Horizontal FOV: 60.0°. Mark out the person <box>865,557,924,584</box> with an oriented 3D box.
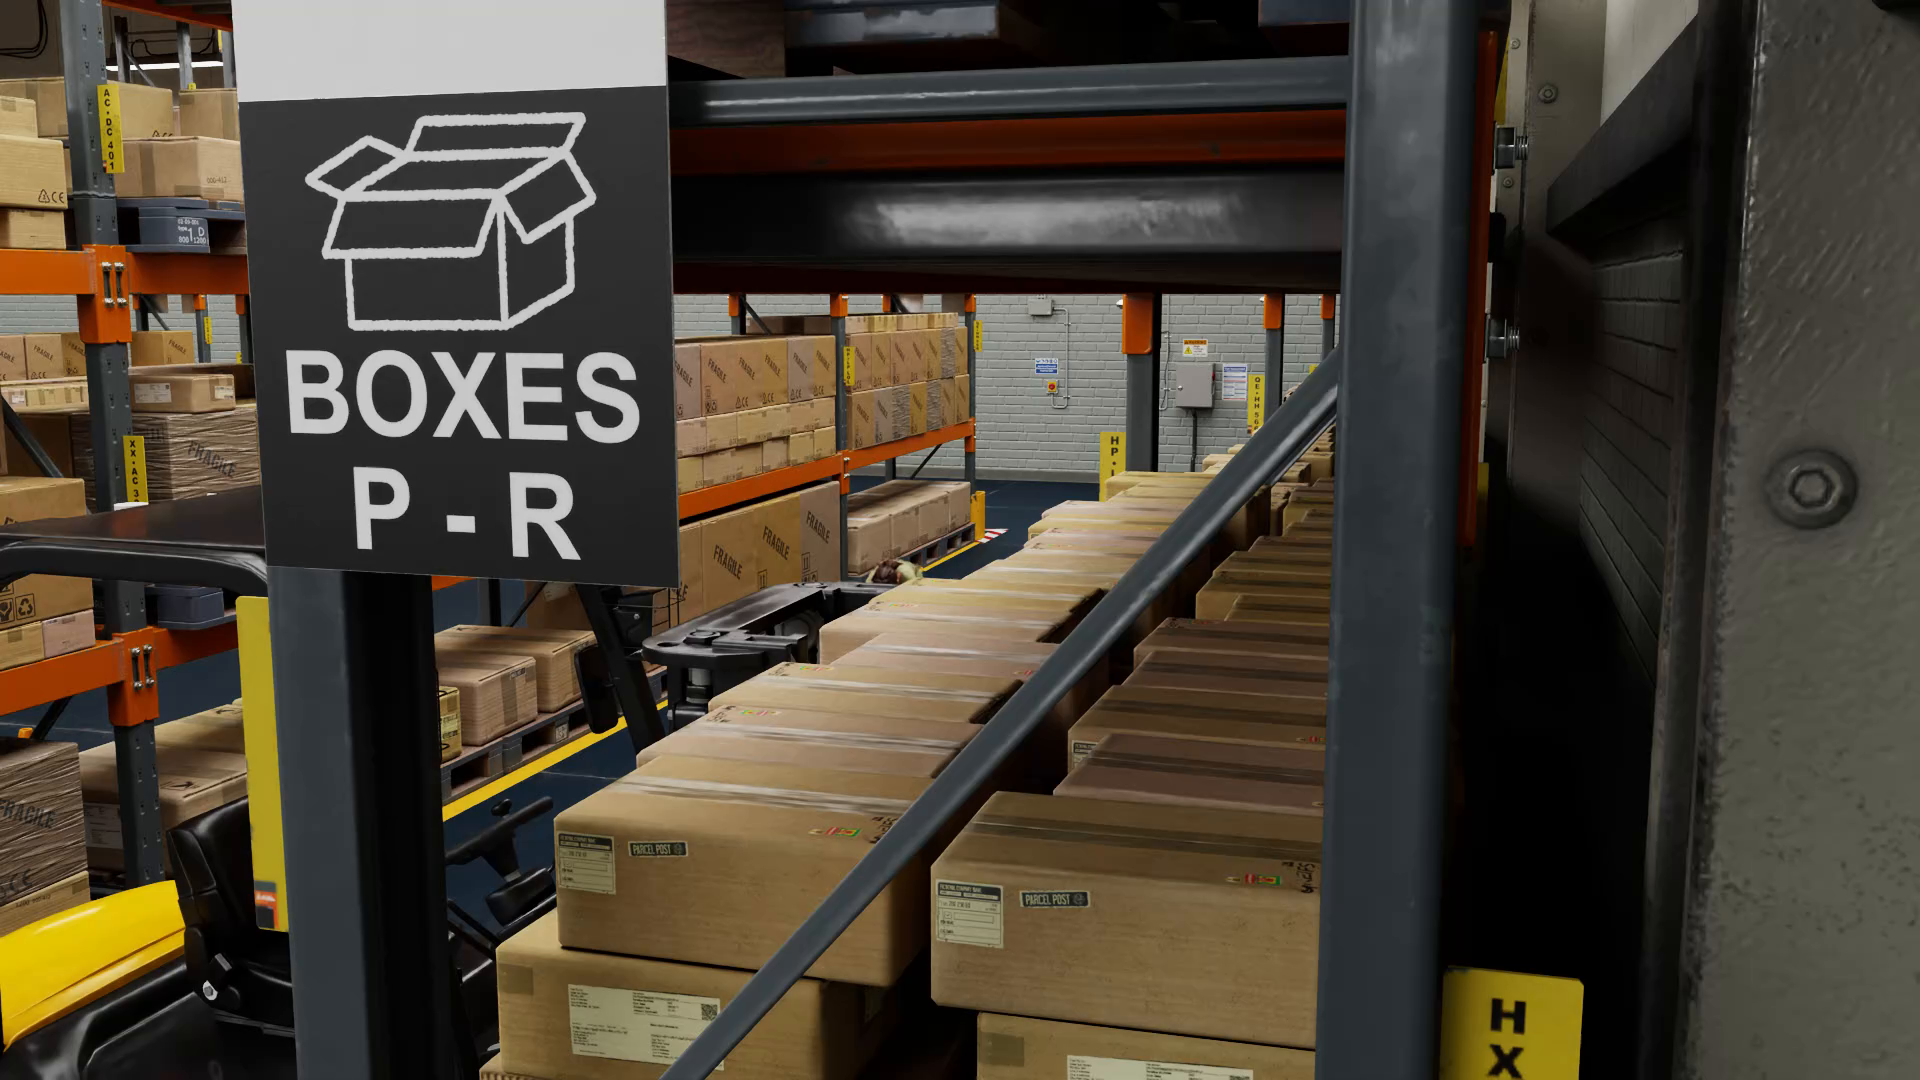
[{"bbox_3d":[-0.491,0.503,12.405,0.449,0.719,0.855,2,9,15],"label":"person"}]
